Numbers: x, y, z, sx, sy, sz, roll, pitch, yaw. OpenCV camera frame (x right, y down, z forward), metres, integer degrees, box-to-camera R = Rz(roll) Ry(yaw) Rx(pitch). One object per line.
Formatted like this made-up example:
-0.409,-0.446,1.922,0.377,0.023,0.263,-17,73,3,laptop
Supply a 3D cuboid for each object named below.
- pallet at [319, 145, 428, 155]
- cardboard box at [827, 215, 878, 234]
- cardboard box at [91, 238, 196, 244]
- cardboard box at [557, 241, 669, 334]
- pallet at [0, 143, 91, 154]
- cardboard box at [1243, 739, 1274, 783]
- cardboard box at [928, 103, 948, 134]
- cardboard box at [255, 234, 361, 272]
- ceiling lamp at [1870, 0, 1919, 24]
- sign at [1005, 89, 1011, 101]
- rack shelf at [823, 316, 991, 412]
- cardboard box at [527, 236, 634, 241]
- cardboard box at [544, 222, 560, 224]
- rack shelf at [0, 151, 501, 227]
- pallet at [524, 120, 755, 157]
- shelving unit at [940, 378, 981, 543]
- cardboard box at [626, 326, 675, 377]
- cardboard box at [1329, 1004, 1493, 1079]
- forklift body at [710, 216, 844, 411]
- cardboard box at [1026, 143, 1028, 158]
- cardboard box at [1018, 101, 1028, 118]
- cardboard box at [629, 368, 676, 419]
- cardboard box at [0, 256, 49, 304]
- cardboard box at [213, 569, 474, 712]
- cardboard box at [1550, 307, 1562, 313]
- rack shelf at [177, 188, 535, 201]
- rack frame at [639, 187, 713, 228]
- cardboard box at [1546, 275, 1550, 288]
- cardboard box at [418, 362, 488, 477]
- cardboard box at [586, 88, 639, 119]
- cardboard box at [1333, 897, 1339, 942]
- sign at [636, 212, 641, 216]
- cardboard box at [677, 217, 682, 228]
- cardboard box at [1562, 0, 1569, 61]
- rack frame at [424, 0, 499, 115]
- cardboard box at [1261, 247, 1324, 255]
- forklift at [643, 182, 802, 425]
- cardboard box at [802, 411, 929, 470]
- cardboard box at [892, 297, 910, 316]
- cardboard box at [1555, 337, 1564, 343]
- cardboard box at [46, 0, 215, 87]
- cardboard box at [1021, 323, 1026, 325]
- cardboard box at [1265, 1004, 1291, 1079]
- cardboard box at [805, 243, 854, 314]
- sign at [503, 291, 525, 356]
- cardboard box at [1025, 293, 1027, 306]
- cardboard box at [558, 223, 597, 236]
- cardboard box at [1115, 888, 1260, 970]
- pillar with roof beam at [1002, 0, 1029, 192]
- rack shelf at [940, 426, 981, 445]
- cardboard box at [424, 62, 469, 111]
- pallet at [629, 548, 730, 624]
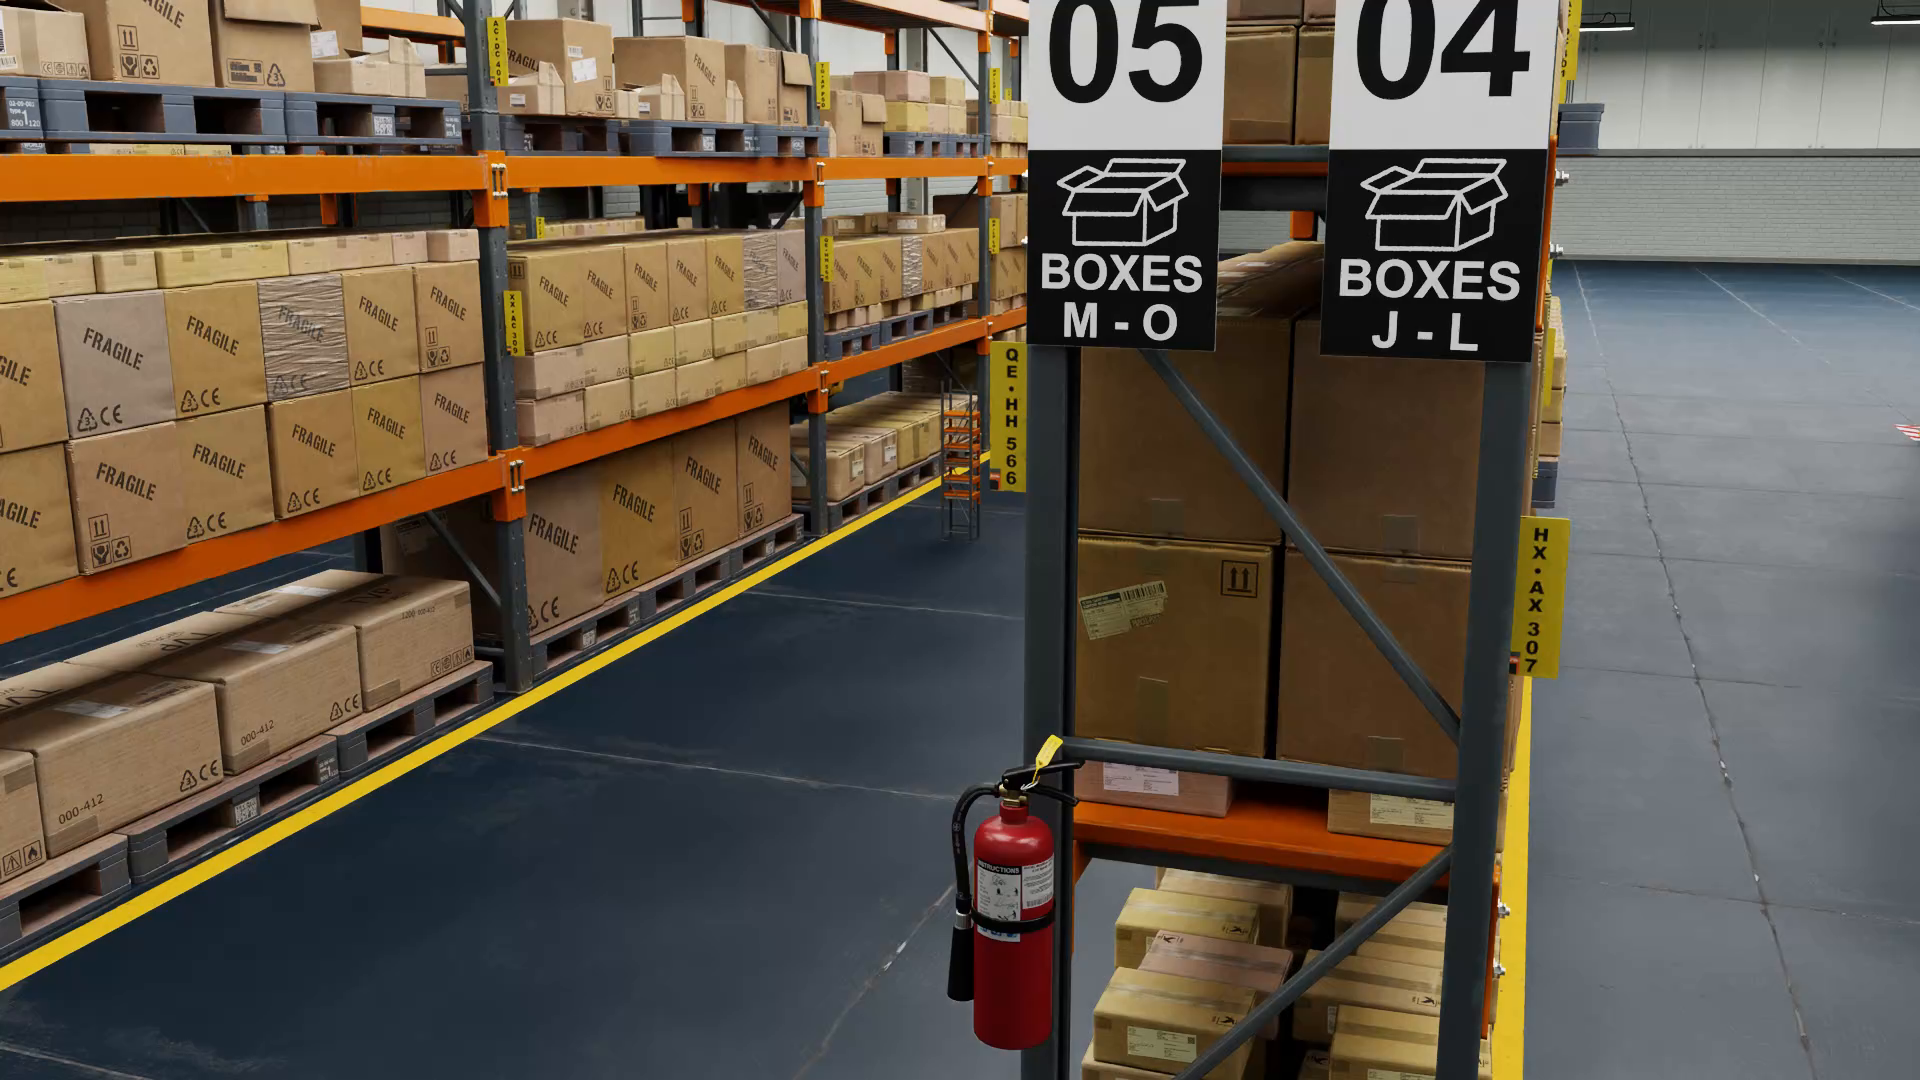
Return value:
-5.700,-3.634,15.350,1.003,0.211,1.213,5,14,21,pallet
-0.943,-2.769,14.584,0.380,0.149,0.250,5,14,22,cardboard box
-3.504,-1.212,7.126,0.380,0.149,0.250,4,14,18,cardboard box
-2.073,-1.502,9.857,0.500,0.500,0.500,4,13,17,cardboard box
-6.878,-2.758,11.511,1.213,0.211,1.003,4,14,18,pallet
0.586,0.482,4.201,0.380,0.149,0.250,4,14,18,cardboard box
-0.423,-3.718,14.690,0.500,0.250,0.500,5,14,19,cardboard box
-2.932,-1.290,7.470,0.380,0.149,0.250,4,14,18,cardboard box
21.939,-13.372,37.735,2.000,3.185,0.800,4,14,18,ceiling lamp
0.579,-5.134,19.534,0.100,0.325,0.005,4,14,18,sign
-0.849,-1.592,14.339,1.077,0.370,4.000,4,14,18,rack shelf
-2.387,-1.653,10.516,0.500,0.500,0.500,5,14,19,cardboard box
-4.765,-3.536,18.890,0.380,0.149,0.250,4,13,17,cardboard box
-3.438,-1.370,6.625,1.077,0.370,4.000,4,14,18,rack shelf
-2.014,-2.517,10.458,1.003,0.211,1.213,5,14,21,pallet
0.005,-0.588,12.368,0.258,1.200,0.189,4,14,18,shelving unit
-2.051,-1.139,9.949,0.500,0.250,0.500,5,14,19,cardboard box
1.123,1.307,4.146,0.380,0.149,0.250,4,13,16,cardboard box
-2.493,-2.618,19.126,2.313,2.155,1.214,4,14,18,forklift body
0.631,-4.017,17.170,0.380,0.149,0.250,4,13,17,cardboard box
0.469,-4.301,16.621,0.380,0.149,0.250,4,14,18,cardboard box
-2.052,-0.896,10.009,0.500,0.250,0.500,4,14,18,cardboard box
-3.430,-0.908,5.796,0.380,0.149,0.250,4,13,17,cardboard box
-3.095,0.489,8.417,0.875,0.438,0.875,4,13,18,cardboard box
3.244,-1.258,9.544,0.380,0.149,0.250,5,14,20,cardboard box
-5.547,-3.411,15.567,1.077,0.370,4.000,4,14,18,rack shelf
-3.606,-3.563,21.356,1.000,3.000,0.127,4,14,18,rack frame
1.536,-0.581,5.152,0.500,0.500,0.500,4,13,17,cardboard box
-2.699,-0.612,8.204,0.500,0.500,0.500,4,14,19,cardboard box
-2.050,-2.474,9.426,0.380,0.166,0.250,3,13,15,cardboard box
1.363,1.226,5.171,0.380,0.149,0.250,4,13,16,cardboard box
-4.129,-4.065,21.432,0.100,0.325,0.005,4,14,18,sign
-3.632,-3.871,20.356,0.380,0.149,0.250,5,14,20,cardboard box
1.524,-1.531,4.927,0.500,0.250,0.500,4,13,16,cardboard box
-2.791,-3.604,8.056,1.000,3.000,0.127,4,14,18,rack frame
1.396,-0.838,6.278,0.500,0.500,0.500,4,13,17,cardboard box
-2.143,-2.141,15.282,1.130,2.935,3.031,5,14,19,forklift
-0.822,-0.879,14.559,0.950,0.372,0.625,5,14,20,cardboard box
-0.647,-1.996,14.112,0.380,0.149,0.250,5,14,20,cardboard box
2.658,-0.879,7.884,0.380,0.149,0.250,4,14,19,cardboard box
-3.291,-2.016,6.444,0.500,0.500,0.500,5,14,19,cardboard box
0.590,-2.202,17.487,0.380,0.149,0.250,5,14,22,cardboard box
0.759,1.446,4.873,0.380,0.149,0.250,4,14,18,cardboard box
-1.132,-1.998,12.665,0.500,0.500,0.500,4,13,17,cardboard box
-2.265,-1.100,8.445,0.100,0.325,0.005,4,14,18,sign
0.626,-2.553,17.498,0.380,0.149,0.250,4,14,19,cardboard box
-4.263,-3.439,18.463,0.380,0.149,0.250,5,14,20,cardboard box
0.662,1.151,4.831,0.380,0.149,0.250,4,13,17,cardboard box
5.213,-9.886,35.577,9.100,9.000,0.548,4,14,18,pillar with roof beam
0.005,-0.779,12.324,0.258,0.103,0.180,4,14,18,rack shelf
-2.704,-2.504,9.233,0.500,0.311,0.500,4,14,18,cardboard box
-2.219,0.254,10.899,1.003,0.211,1.213,4,14,18,pallet
